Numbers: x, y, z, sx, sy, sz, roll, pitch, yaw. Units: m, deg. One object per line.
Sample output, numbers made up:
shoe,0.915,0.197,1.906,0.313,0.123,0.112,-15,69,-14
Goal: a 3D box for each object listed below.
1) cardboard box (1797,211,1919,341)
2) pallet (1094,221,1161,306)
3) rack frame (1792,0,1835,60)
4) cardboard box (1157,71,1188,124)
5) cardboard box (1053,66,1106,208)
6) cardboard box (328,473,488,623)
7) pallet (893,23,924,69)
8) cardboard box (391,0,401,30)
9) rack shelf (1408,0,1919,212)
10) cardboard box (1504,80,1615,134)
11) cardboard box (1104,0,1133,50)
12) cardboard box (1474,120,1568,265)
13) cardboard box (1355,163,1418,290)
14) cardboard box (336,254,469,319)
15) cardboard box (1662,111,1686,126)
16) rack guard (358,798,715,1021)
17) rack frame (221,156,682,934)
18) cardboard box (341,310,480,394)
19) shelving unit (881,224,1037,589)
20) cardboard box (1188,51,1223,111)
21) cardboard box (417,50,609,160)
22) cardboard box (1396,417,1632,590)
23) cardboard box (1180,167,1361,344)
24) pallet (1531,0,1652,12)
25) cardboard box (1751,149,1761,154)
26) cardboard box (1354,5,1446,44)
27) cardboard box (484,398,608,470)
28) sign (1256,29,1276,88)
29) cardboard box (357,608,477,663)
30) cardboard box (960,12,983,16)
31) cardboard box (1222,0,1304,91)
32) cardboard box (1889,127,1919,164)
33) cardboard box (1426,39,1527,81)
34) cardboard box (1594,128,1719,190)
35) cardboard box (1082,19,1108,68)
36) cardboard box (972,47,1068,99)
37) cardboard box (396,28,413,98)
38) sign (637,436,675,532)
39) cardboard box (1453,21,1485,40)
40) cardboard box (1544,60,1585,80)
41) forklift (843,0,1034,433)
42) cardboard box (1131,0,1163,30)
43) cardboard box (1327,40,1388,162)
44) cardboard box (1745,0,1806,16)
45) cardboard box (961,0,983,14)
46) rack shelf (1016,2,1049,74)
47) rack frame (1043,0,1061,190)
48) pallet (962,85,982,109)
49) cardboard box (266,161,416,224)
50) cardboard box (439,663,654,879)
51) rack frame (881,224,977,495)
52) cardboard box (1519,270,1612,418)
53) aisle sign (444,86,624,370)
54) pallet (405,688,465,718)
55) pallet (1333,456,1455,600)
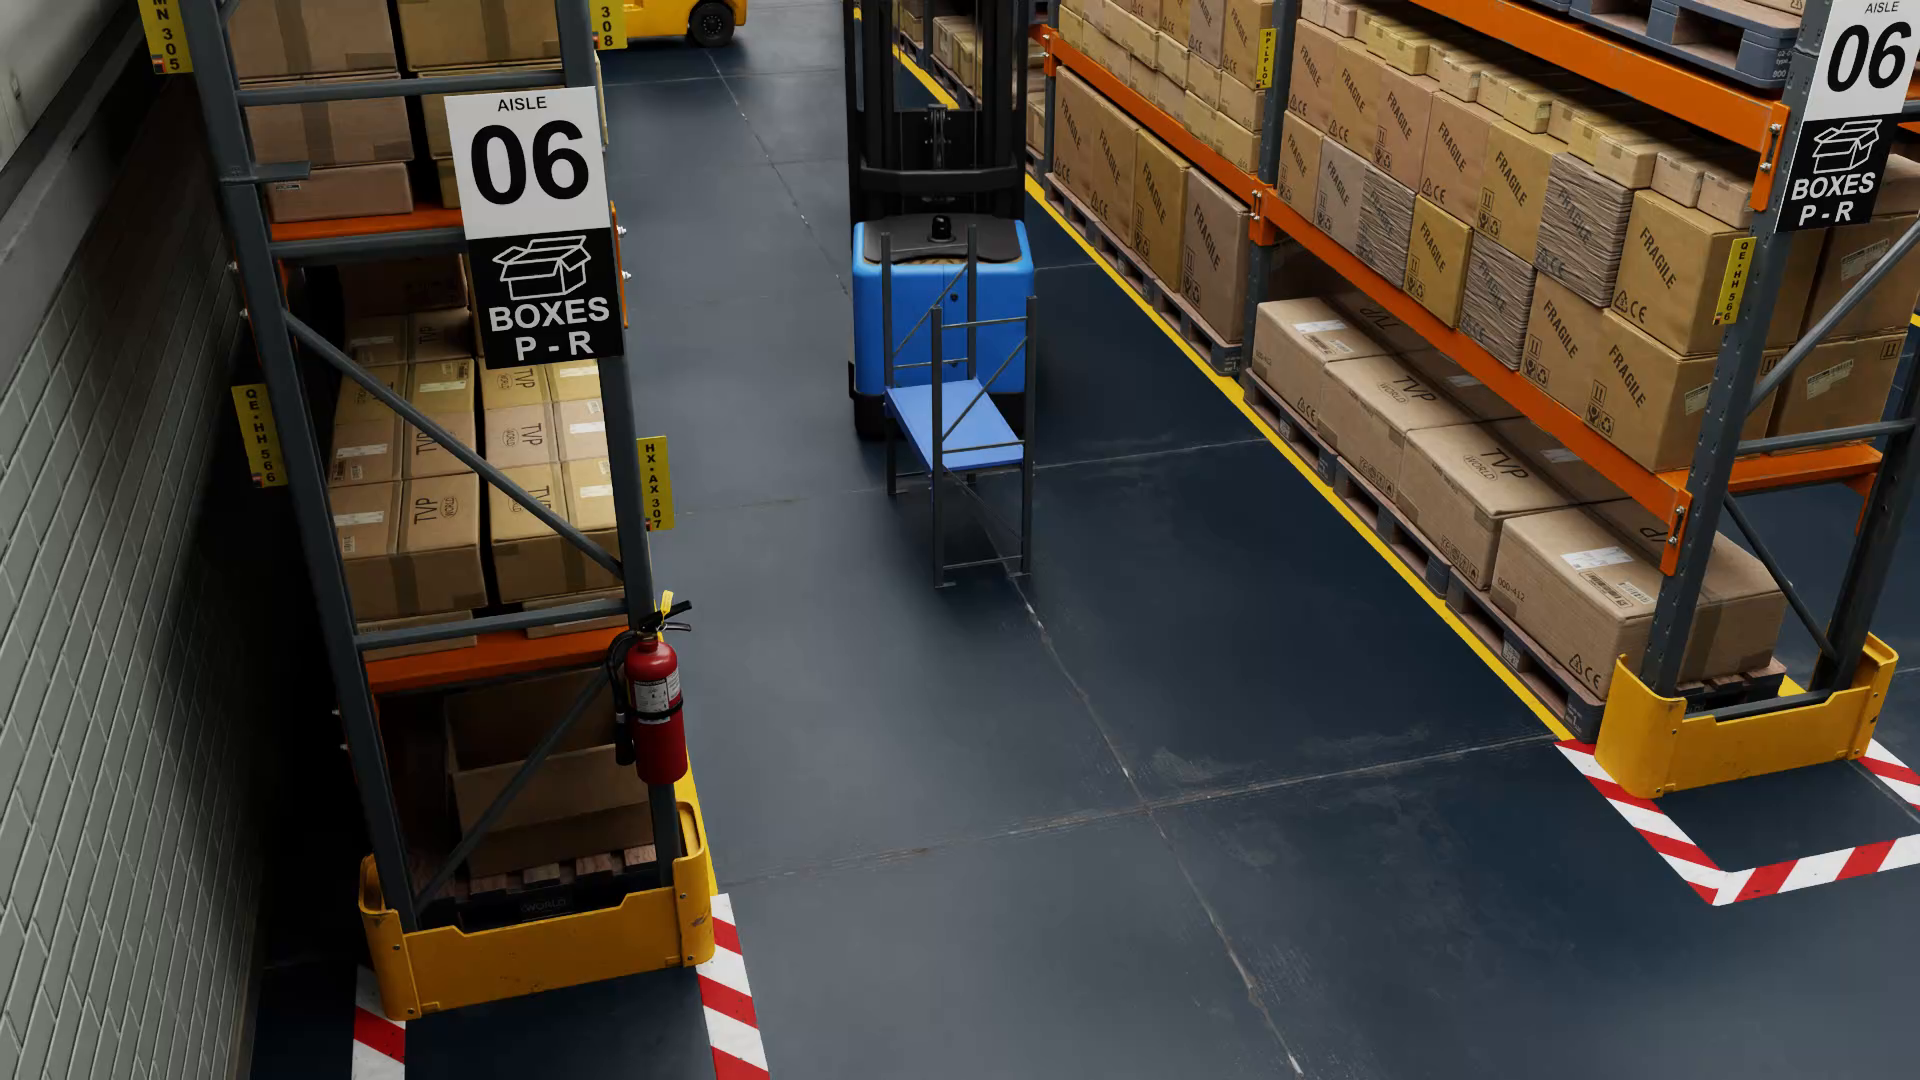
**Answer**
cardboard box,3.455,-1.134,6.616,0.500,0.500,0.500,-9,31,-14
pallet,1.641,-2.066,12.109,1.003,0.211,1.213,-8,31,-13
rack frame,3.308,-2.984,4.923,1.000,3.000,0.127,-8,31,-13
cardboard box,1.634,-2.930,10.968,0.500,0.250,0.500,-9,31,-15
cardboard box,1.288,-3.169,12.933,0.875,0.875,0.875,-8,31,-14
cardboard box,-1.855,0.023,5.568,0.500,0.250,0.500,-7,31,-12
pallet,-0.090,-5.296,17.690,1.003,0.211,1.213,-8,31,-13
cardboard box,-2.001,-1.733,5.110,0.500,0.250,0.500,-9,31,-15
rack shelf,2.777,-2.341,7.523,1.077,0.370,4.000,-8,31,-13
cardboard box,2.628,-1.900,7.293,0.380,0.149,0.250,-7,31,-12
cardboard box,1.337,-3.633,11.684,0.500,0.250,0.500,-8,31,-13
cardboard box,2.655,-1.553,7.341,0.500,0.500,0.500,-8,31,-14
cardboard box,2.374,-1.617,8.449,0.500,0.500,0.500,-8,31,-13
cardboard box,-2.400,-1.292,7.092,0.500,0.500,0.500,-9,31,-15
cardboard box,3.176,-1.855,7.216,0.380,0.149,0.250,-8,31,-13
rack guard,-1.497,1.319,5.972,1.175,0.500,0.348,-8,31,-13
rack frame,-1.477,0.274,5.282,1.000,3.000,0.127,-8,31,-13
cardboard box,-2.256,-0.718,6.850,0.500,0.250,0.500,-8,31,-13
shelving unit,-0.023,-0.690,8.445,0.538,1.500,1.048,-8,31,-13
cardboard box,1.755,-2.892,10.403,0.500,0.250,0.500,-7,31,-12
cardboard box,-1.331,-1.339,4.927,0.500,0.250,0.500,-8,31,-14
cardboard box,2.785,-0.207,8.252,0.875,0.438,0.875,-7,31,-12
cardboard box,2.004,-1.871,10.690,0.875,0.875,0.875,-7,31,-12
pallet,2.773,-2.595,7.333,1.003,0.211,1.213,-8,31,-13
cardboard box,3.342,-1.470,6.550,0.380,0.149,0.250,-7,31,-12
cardboard box,2.272,-2.650,8.589,0.380,0.149,0.250,-8,31,-14
cardboard box,-1.472,-0.288,6.107,0.500,0.250,0.500,-8,31,-13
sign,1.725,-2.710,9.361,0.100,0.325,0.005,-8,31,-13
cardboard box,-1.824,0.258,5.560,0.380,0.149,0.250,-8,31,-14
cardboard box,0.226,-5.496,17.577,0.500,0.250,0.500,-9,31,-16
cardboard box,1.885,-2.978,9.803,0.500,0.500,0.500,-7,31,-12
cardboard box,6.550,-2.777,11.882,0.500,0.250,0.500,-9,31,-15
cardboard box,2.467,-2.279,7.948,0.380,0.149,0.250,-8,31,-13
cardboard box,2.779,-1.524,6.644,0.380,0.149,0.250,-8,31,-14
cardboard box,1.225,-3.671,12.248,0.500,0.250,0.500,-9,31,-15
cardboard box,0.645,-4.293,15.376,0.950,0.372,0.625,-7,31,-12
cardboard box,-2.005,-1.513,5.227,0.500,0.250,0.500,-8,31,-13
sign,-0.954,-0.173,5.190,0.100,0.325,0.005,-8,31,-13
cardboard box,2.741,-2.587,8.479,0.380,0.149,0.250,-8,31,-14
cardboard box,2.993,-2.228,7.859,0.380,0.149,0.250,-8,31,-13
forklift,-0.152,-2.597,10.310,1.130,2.935,3.031,-1,30,-2
cardboard box,1.473,-3.723,11.089,0.500,0.500,0.500,-7,31,-12
cardboard box,2.267,-2.289,8.612,0.500,0.500,0.500,-8,31,-14
cardboard box,3.101,-2.052,5.937,0.500,0.250,0.500,-11,32,-18
cardboard box,0.226,-5.821,17.389,0.500,0.500,0.500,-6,31,-11
rack shelf,0.653,-4.906,14.950,1.077,0.370,4.000,-8,31,-13
rack frame,1.184,-4.252,13.101,1.000,3.000,0.127,-8,31,-13
pallet,0.658,-4.011,15.468,1.003,0.211,1.213,-8,31,-13
cardboard box,-1.785,-1.039,4.808,0.380,0.149,0.250,-7,31,-12
cardboard box,-1.548,0.865,6.335,0.797,0.503,0.637,-9,31,-15
rack frame,-0.158,-0.936,8.870,0.500,1.500,0.032,-8,31,-13
cardboard box,2.806,-0.873,7.165,0.500,0.500,0.500,-8,31,-14
aisle sign,-1.176,-0.857,4.642,0.394,0.787,0.004,-8,31,-13
pallet,-2.030,0.471,7.726,1.003,0.211,1.213,-8,31,-13
pallet,2.700,-0.145,8.790,1.003,0.211,1.213,-8,31,-13
